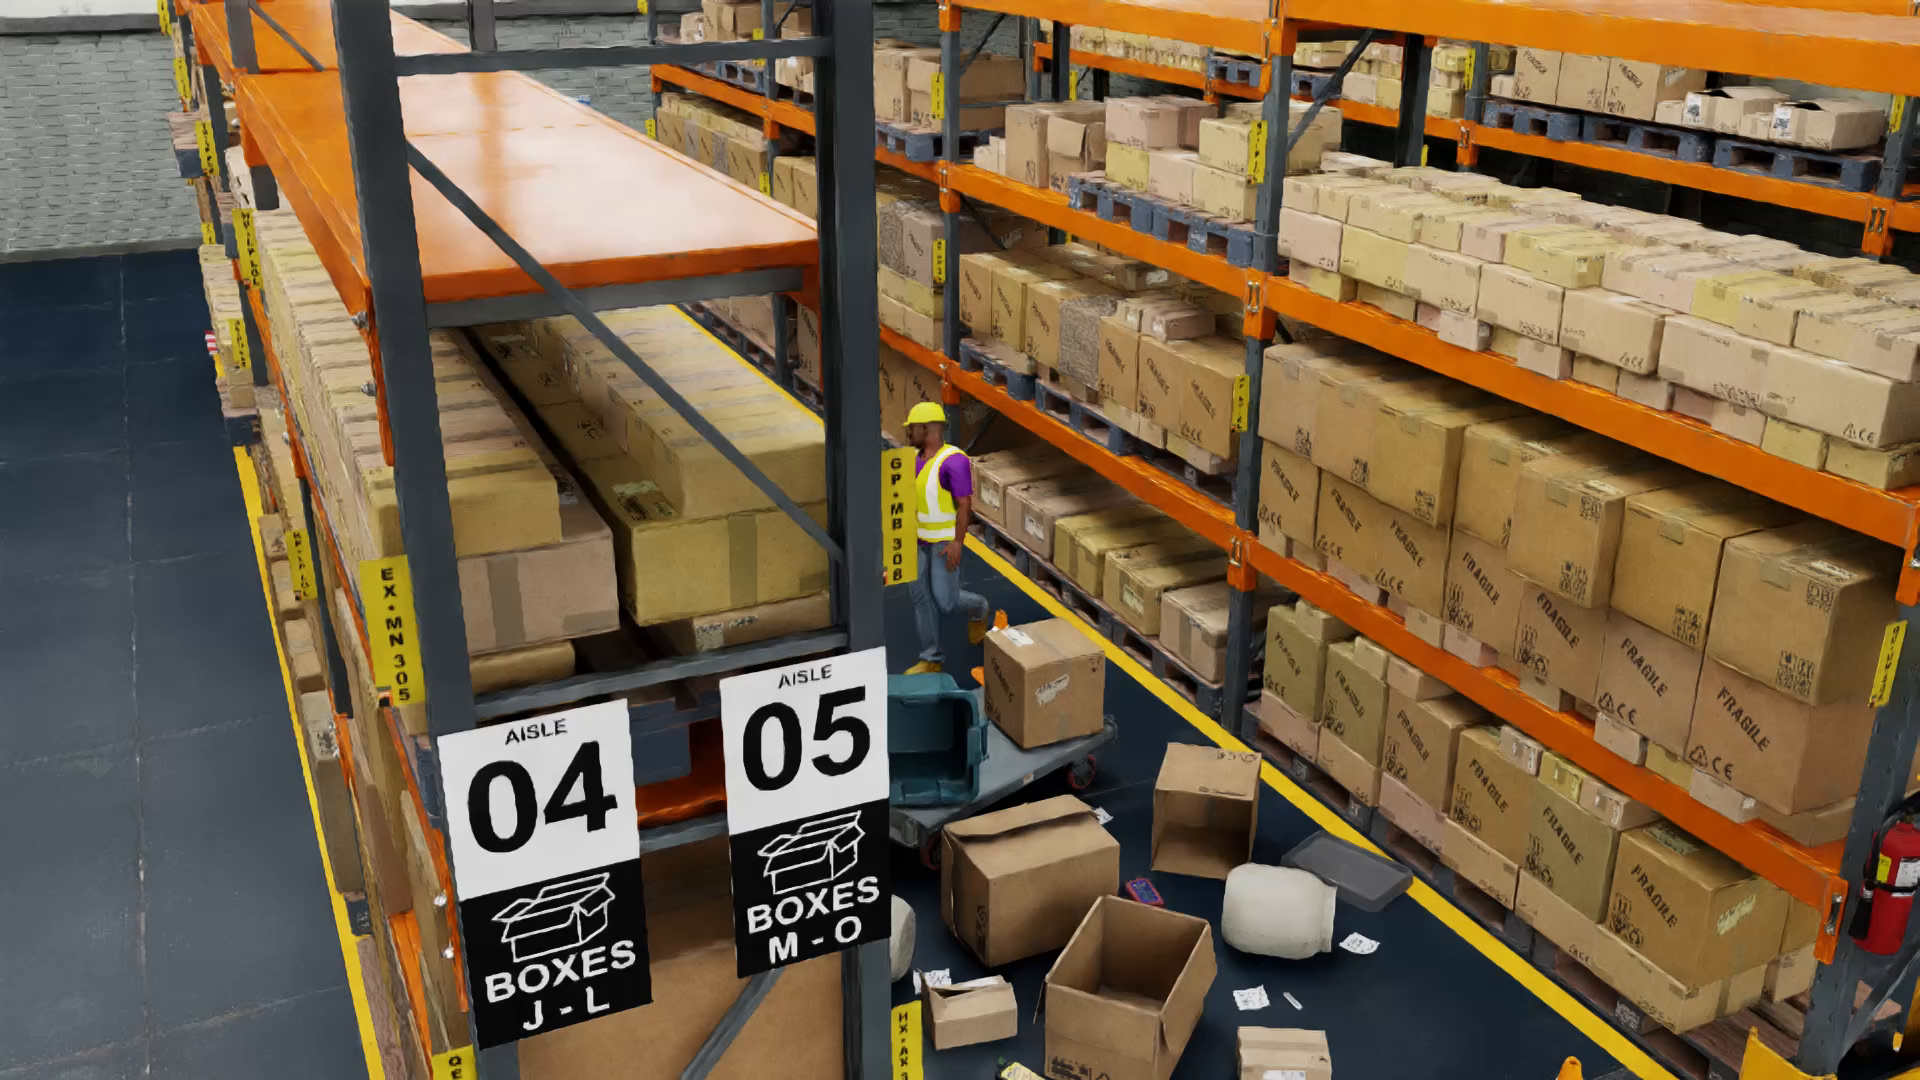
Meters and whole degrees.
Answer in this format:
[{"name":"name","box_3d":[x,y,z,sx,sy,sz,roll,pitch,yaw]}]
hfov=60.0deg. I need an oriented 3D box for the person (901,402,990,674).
[{"name":"person","box_3d":[-0.165,-0.015,10.658,0.766,1.717,0.631,-20,29,-40]}]
